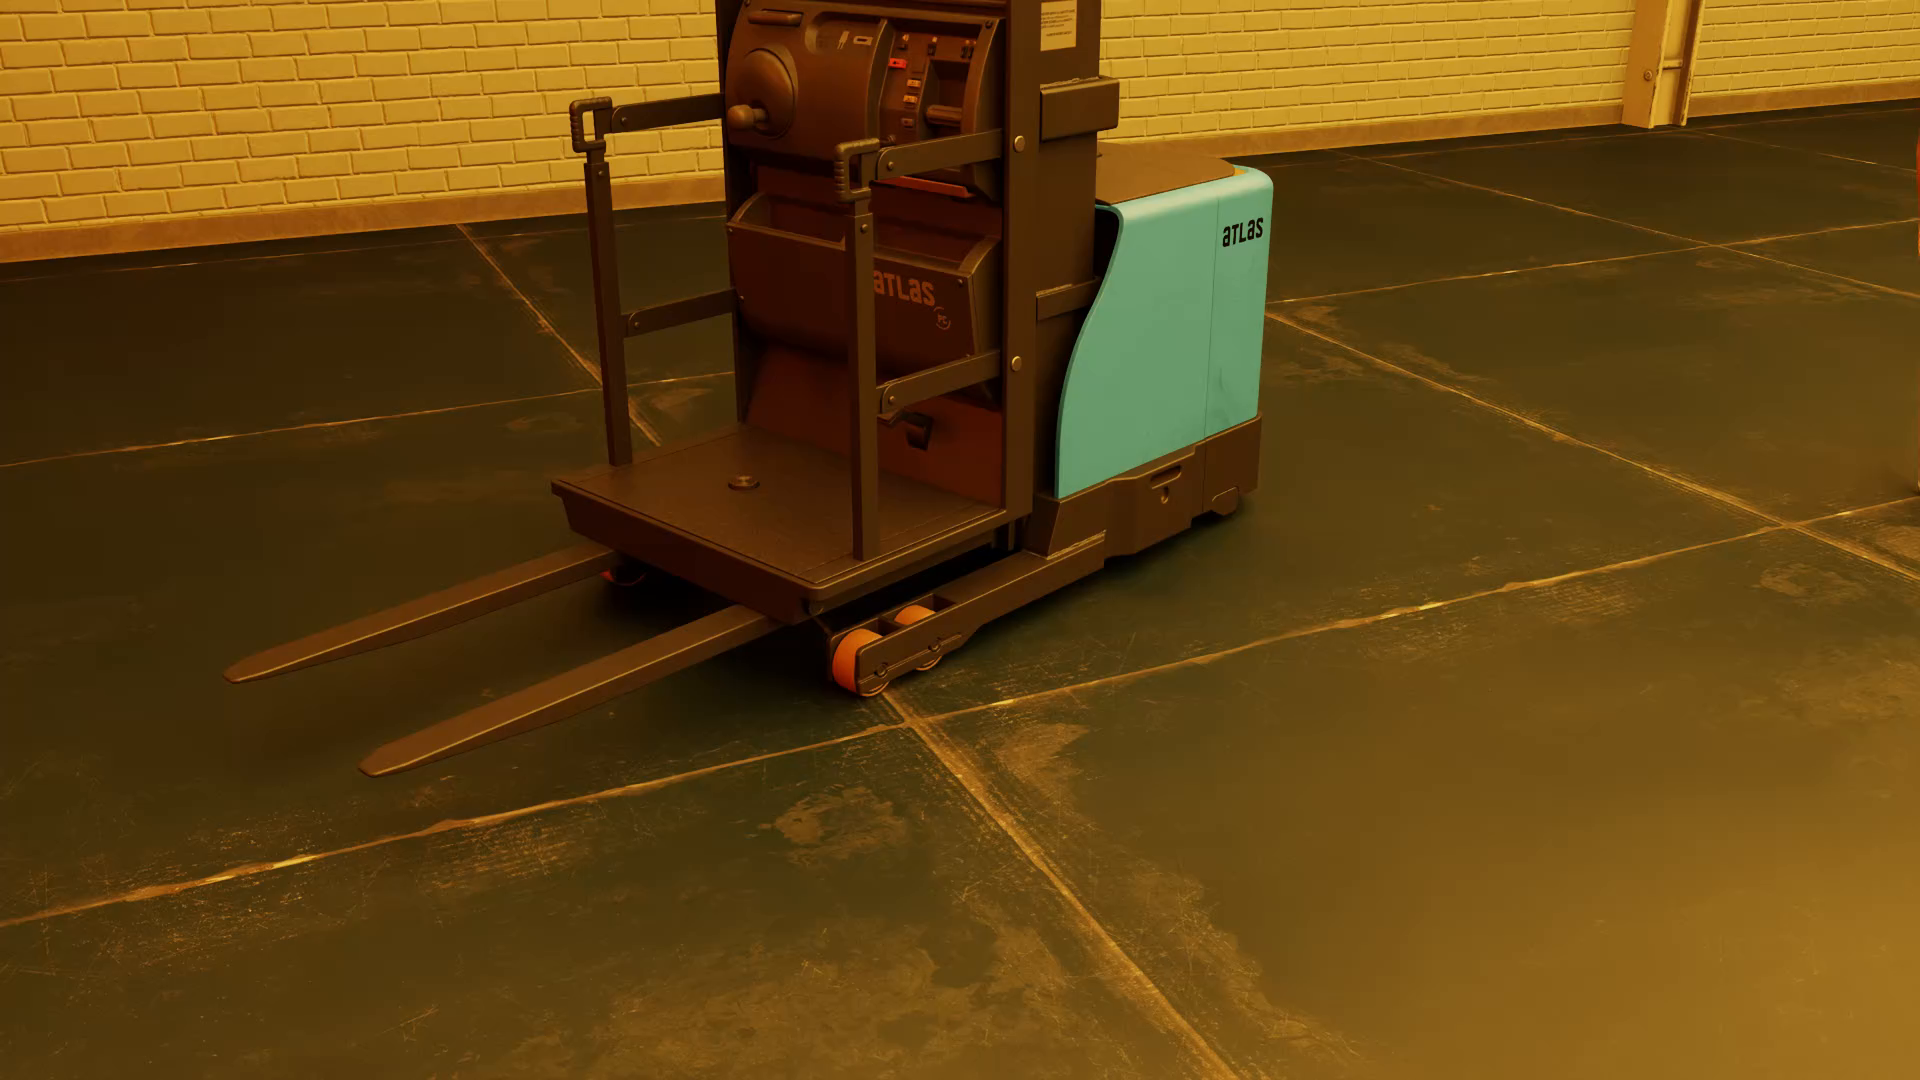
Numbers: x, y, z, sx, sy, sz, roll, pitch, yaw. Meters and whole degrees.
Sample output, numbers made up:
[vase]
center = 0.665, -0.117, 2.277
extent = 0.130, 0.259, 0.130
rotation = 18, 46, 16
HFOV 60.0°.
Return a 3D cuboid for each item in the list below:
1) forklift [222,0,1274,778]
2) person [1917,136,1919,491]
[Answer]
[forklift]
center = -0.413, -1.182, 4.131
extent = 1.130, 2.935, 3.031
rotation = 19, 29, 39
[person]
center = 3.298, -0.948, 5.117
extent = 0.551, 1.727, 0.640
rotation = -12, 26, -27
